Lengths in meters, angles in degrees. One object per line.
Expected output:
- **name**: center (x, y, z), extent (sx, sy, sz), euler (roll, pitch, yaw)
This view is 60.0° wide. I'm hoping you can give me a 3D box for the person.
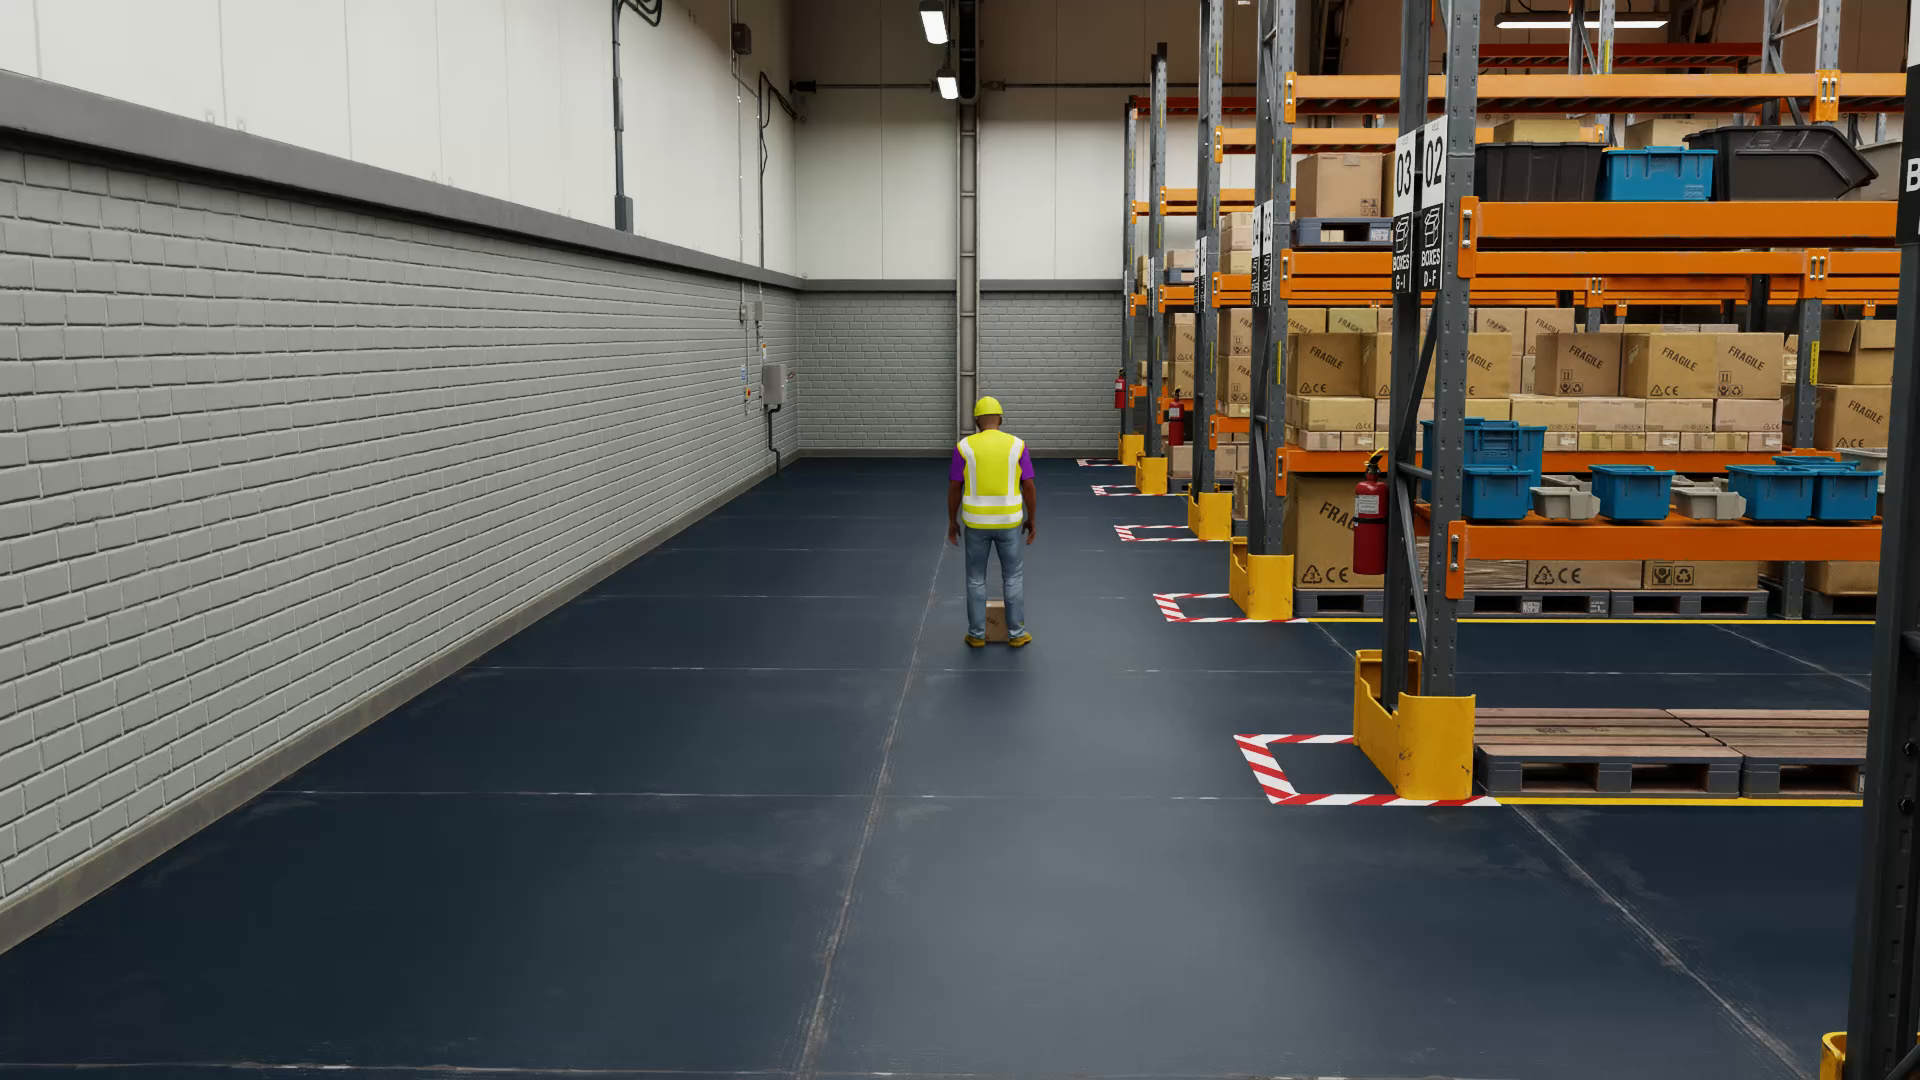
- **person**: center (0.226, -0.130, 11.737), extent (0.627, 1.759, 0.462), euler (0, 7, -2)
